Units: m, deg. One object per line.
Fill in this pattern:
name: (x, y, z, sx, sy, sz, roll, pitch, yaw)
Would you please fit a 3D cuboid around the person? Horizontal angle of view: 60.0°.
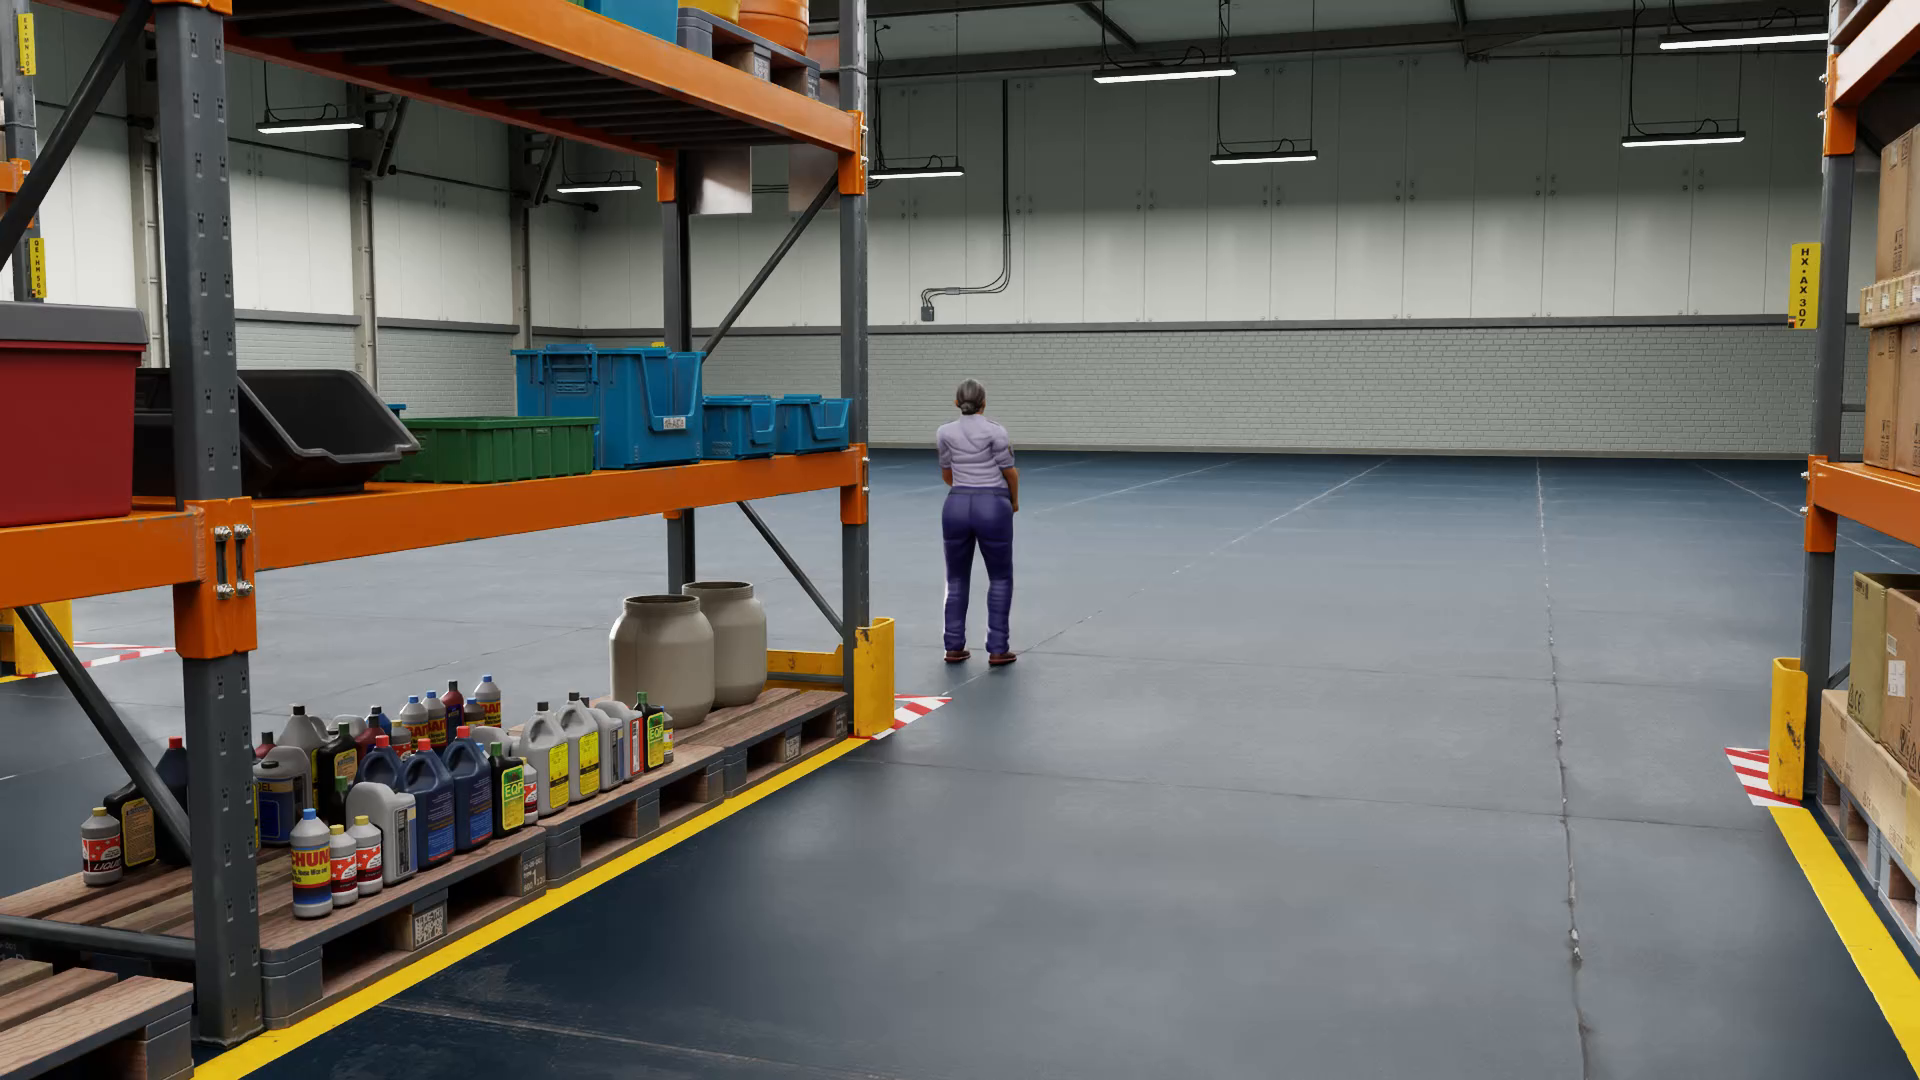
person: (0.120, -0.115, 9.624, 0.452, 1.634, 0.516, 2, 6, 19)
